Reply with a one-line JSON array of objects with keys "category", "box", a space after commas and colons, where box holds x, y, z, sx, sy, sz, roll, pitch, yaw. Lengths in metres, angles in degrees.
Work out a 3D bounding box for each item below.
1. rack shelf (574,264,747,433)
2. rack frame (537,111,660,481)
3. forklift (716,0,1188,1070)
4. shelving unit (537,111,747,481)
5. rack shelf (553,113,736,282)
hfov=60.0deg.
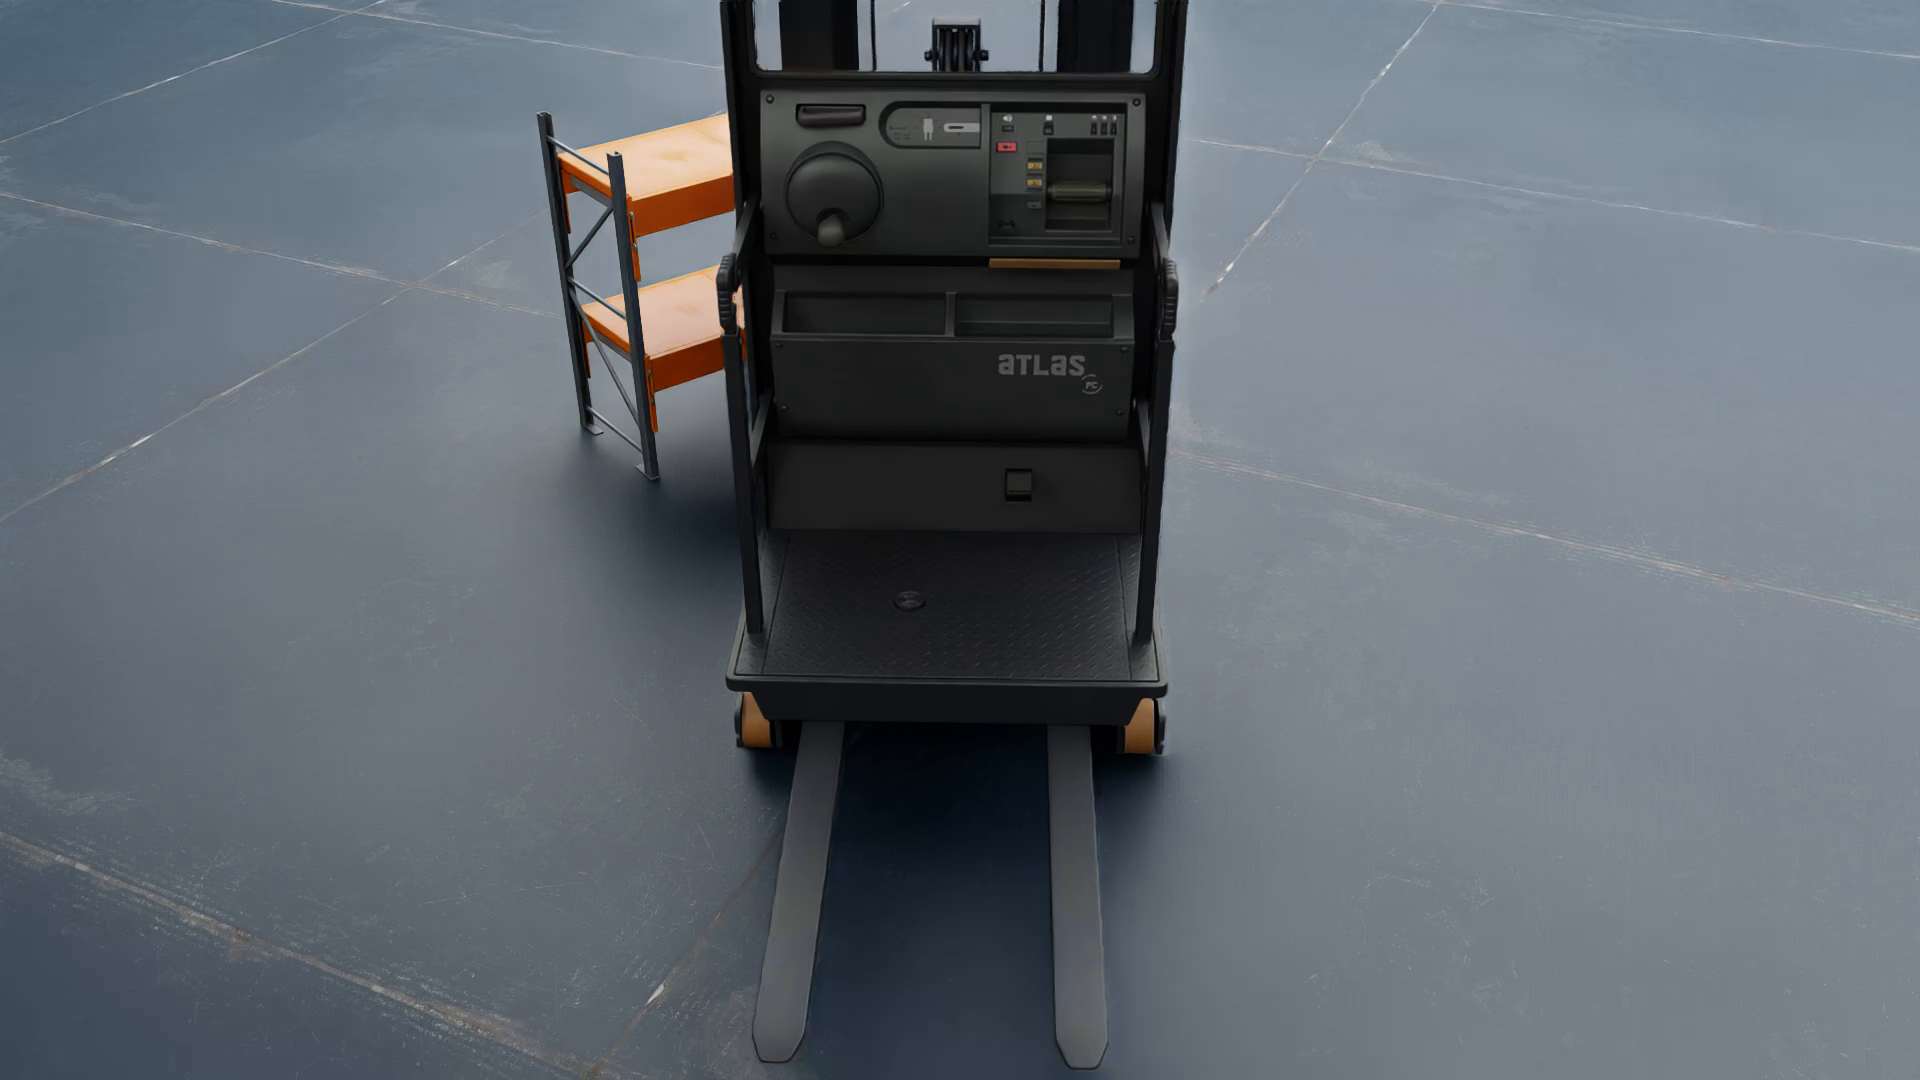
[{"category": "rack shelf", "box": [-0.776, -0.749, 5.812, 1.000, 0.278, 0.538, -24, 40, -31]}, {"category": "rack frame", "box": [-1.173, -0.779, 5.413, 0.032, 1.125, 0.500, -24, 40, -31]}, {"category": "forklift", "box": [-0.022, -0.838, 3.854, 1.130, 2.935, 3.031, 1, 33, 1]}, {"category": "shelving unit", "box": [-0.776, -0.954, 5.678, 1.048, 1.125, 0.538, -24, 40, -31]}, {"category": "rack shelf", "box": [-0.776, -1.198, 5.518, 1.000, 0.278, 0.538, -24, 40, -31]}]
